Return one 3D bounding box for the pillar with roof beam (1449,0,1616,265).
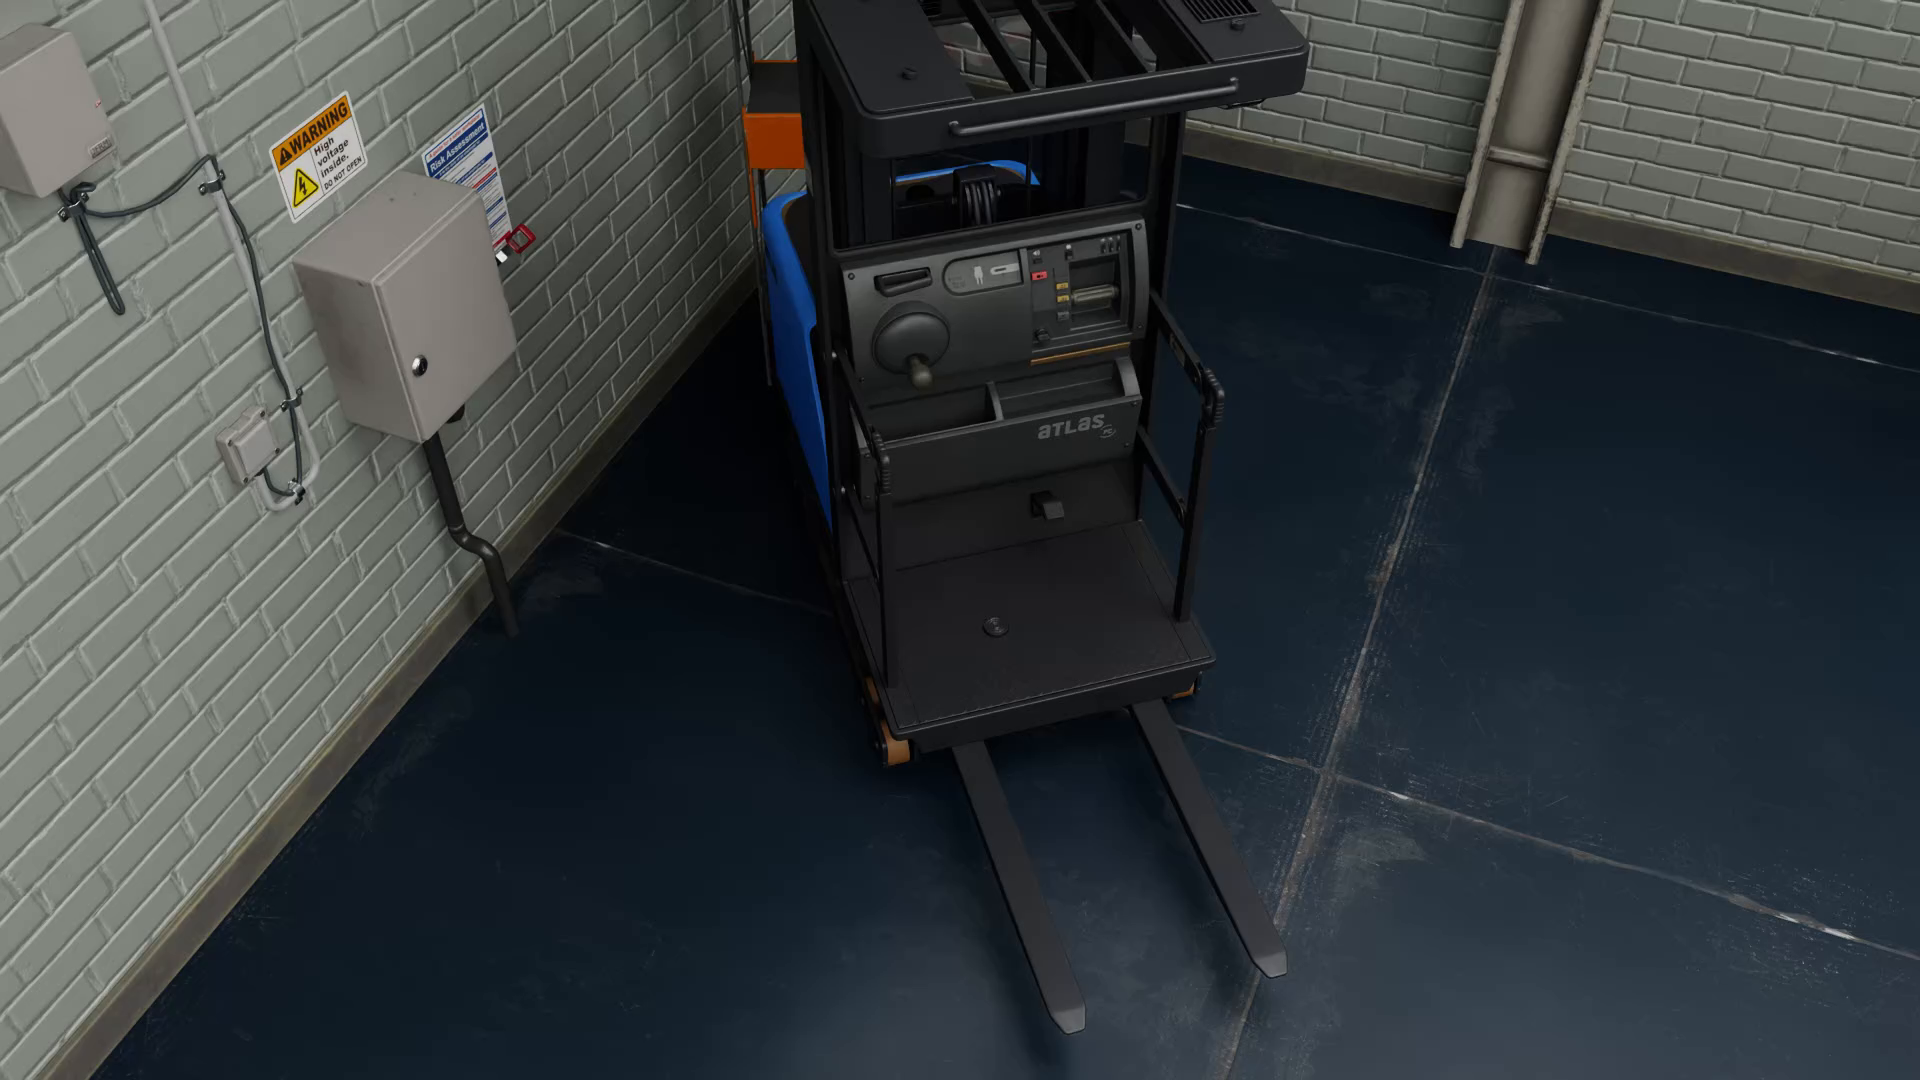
[{"bbox_3d":[0.819,-1.780,1.659,0.400,9.000,9.100,16,47,16],"label":"pillar with roof beam"}]

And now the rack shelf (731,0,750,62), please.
[{"bbox_3d":[-0.544,-2.011,5.810,0.480,0.518,0.431,0,45,0],"label":"rack shelf"}]

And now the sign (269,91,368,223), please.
[{"bbox_3d":[-1.772,-1.061,4.605,0.001,0.242,0.339,16,47,16],"label":"sign"}]

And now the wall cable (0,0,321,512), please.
[{"bbox_3d":[-1.967,-0.707,4.114,0.122,1.984,0.588,16,47,16],"label":"wall cable"}]

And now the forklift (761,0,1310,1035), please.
[{"bbox_3d":[0.179,-0.613,4.788,1.130,2.935,3.031,-12,46,-12],"label":"forklift"}]

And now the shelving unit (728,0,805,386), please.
[{"bbox_3d":[-0.544,-1.525,6.294,0.503,2.100,0.431,0,45,0],"label":"shelving unit"}]

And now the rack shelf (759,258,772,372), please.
[{"bbox_3d":[-0.544,-1.019,6.797,0.480,0.518,0.431,0,45,0],"label":"rack shelf"}]

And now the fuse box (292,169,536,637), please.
[{"bbox_3d":[-1.559,-0.292,5.330,0.414,1.711,0.539,16,47,16],"label":"fuse box"}]

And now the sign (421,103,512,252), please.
[{"bbox_3d":[-1.560,-1.093,5.289,0.001,0.494,0.329,16,47,16],"label":"sign"}]

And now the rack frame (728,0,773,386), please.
[{"bbox_3d":[-0.788,-1.524,6.293,0.015,2.100,0.400,0,45,0],"label":"rack frame"}]

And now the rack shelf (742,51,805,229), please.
[{"bbox_3d":[-0.544,-1.515,6.303,0.480,0.518,0.431,0,45,0],"label":"rack shelf"}]
